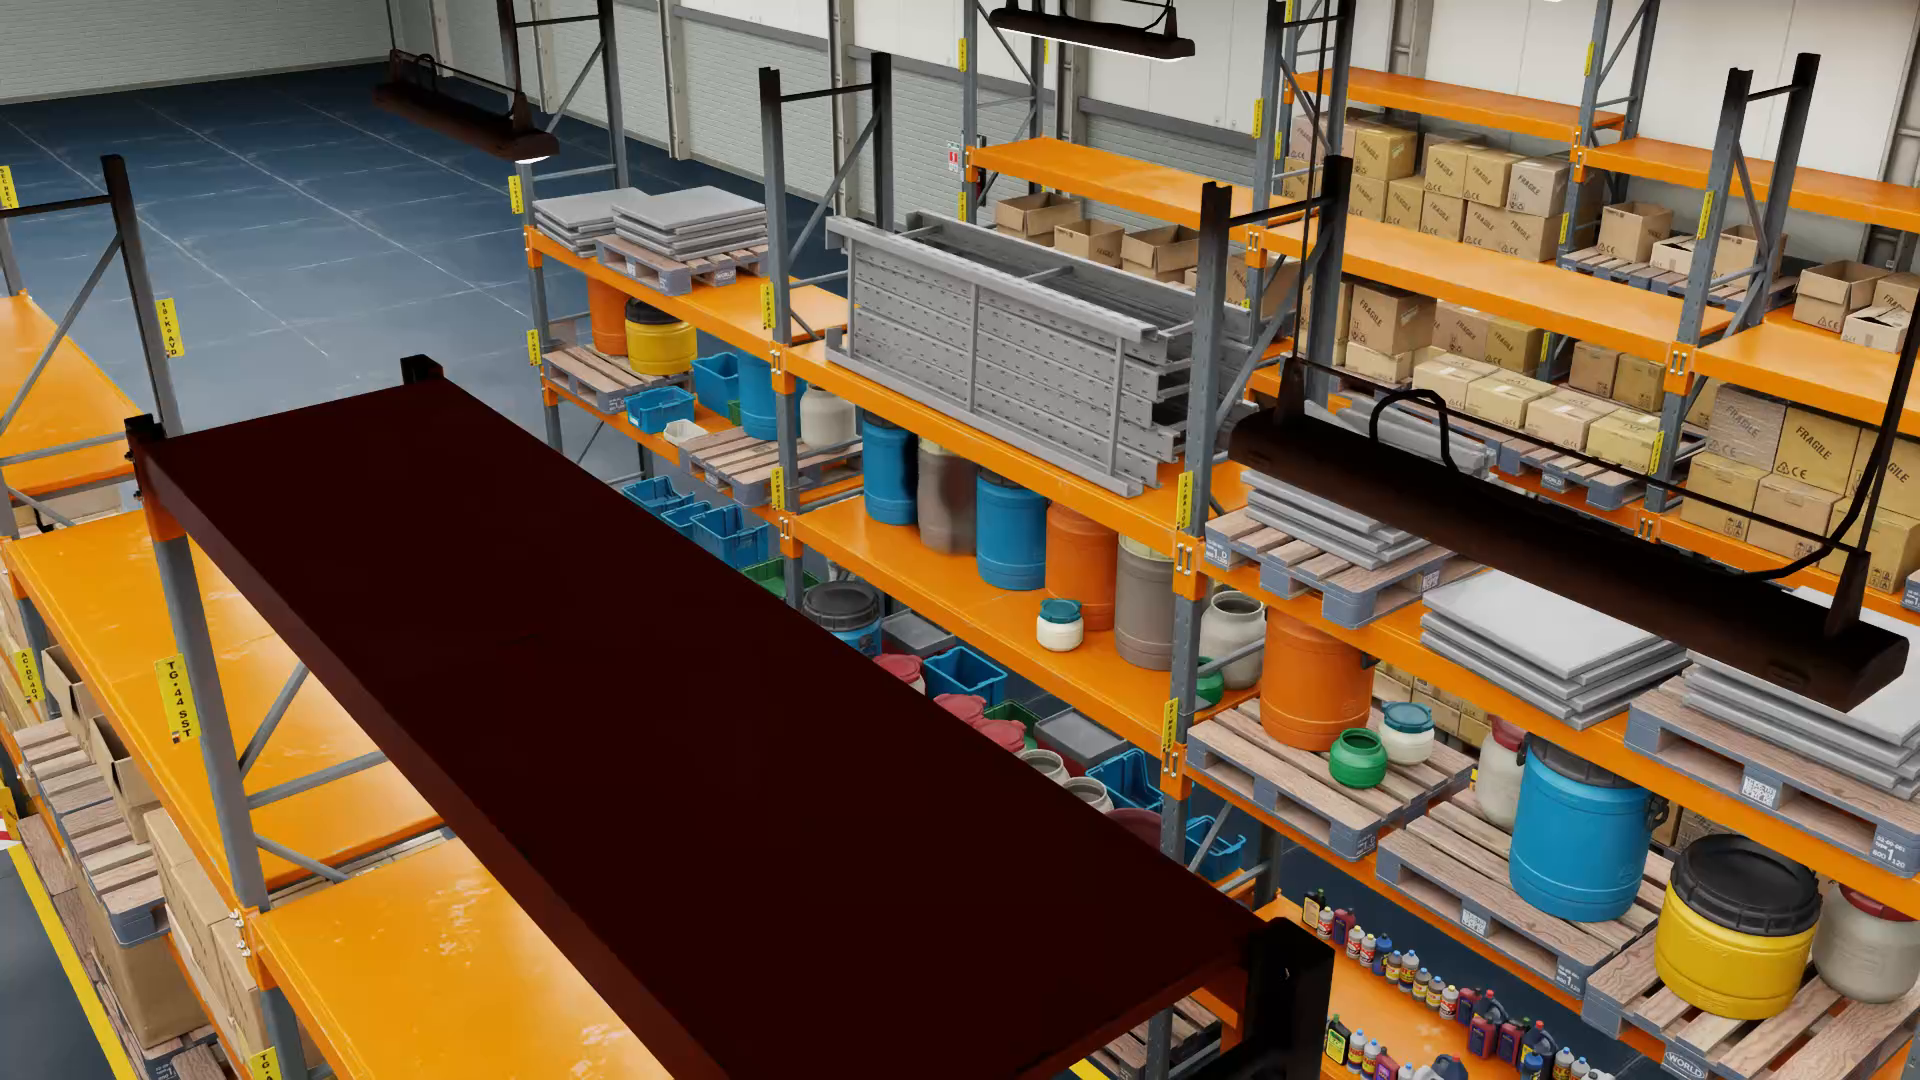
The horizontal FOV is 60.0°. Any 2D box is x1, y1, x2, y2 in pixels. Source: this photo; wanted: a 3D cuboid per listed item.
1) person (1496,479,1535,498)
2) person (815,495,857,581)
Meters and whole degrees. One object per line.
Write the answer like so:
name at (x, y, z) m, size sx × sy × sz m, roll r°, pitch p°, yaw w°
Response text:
person at (5.698, -0.496, 17.253) m, size 0.548 × 1.777 × 0.422 m, roll 16°, pitch 30°, yaw 29°
person at (-1.287, -0.137, 16.628) m, size 0.488 × 1.691 × 0.578 m, roll -23°, pitch 34°, yaw -39°
